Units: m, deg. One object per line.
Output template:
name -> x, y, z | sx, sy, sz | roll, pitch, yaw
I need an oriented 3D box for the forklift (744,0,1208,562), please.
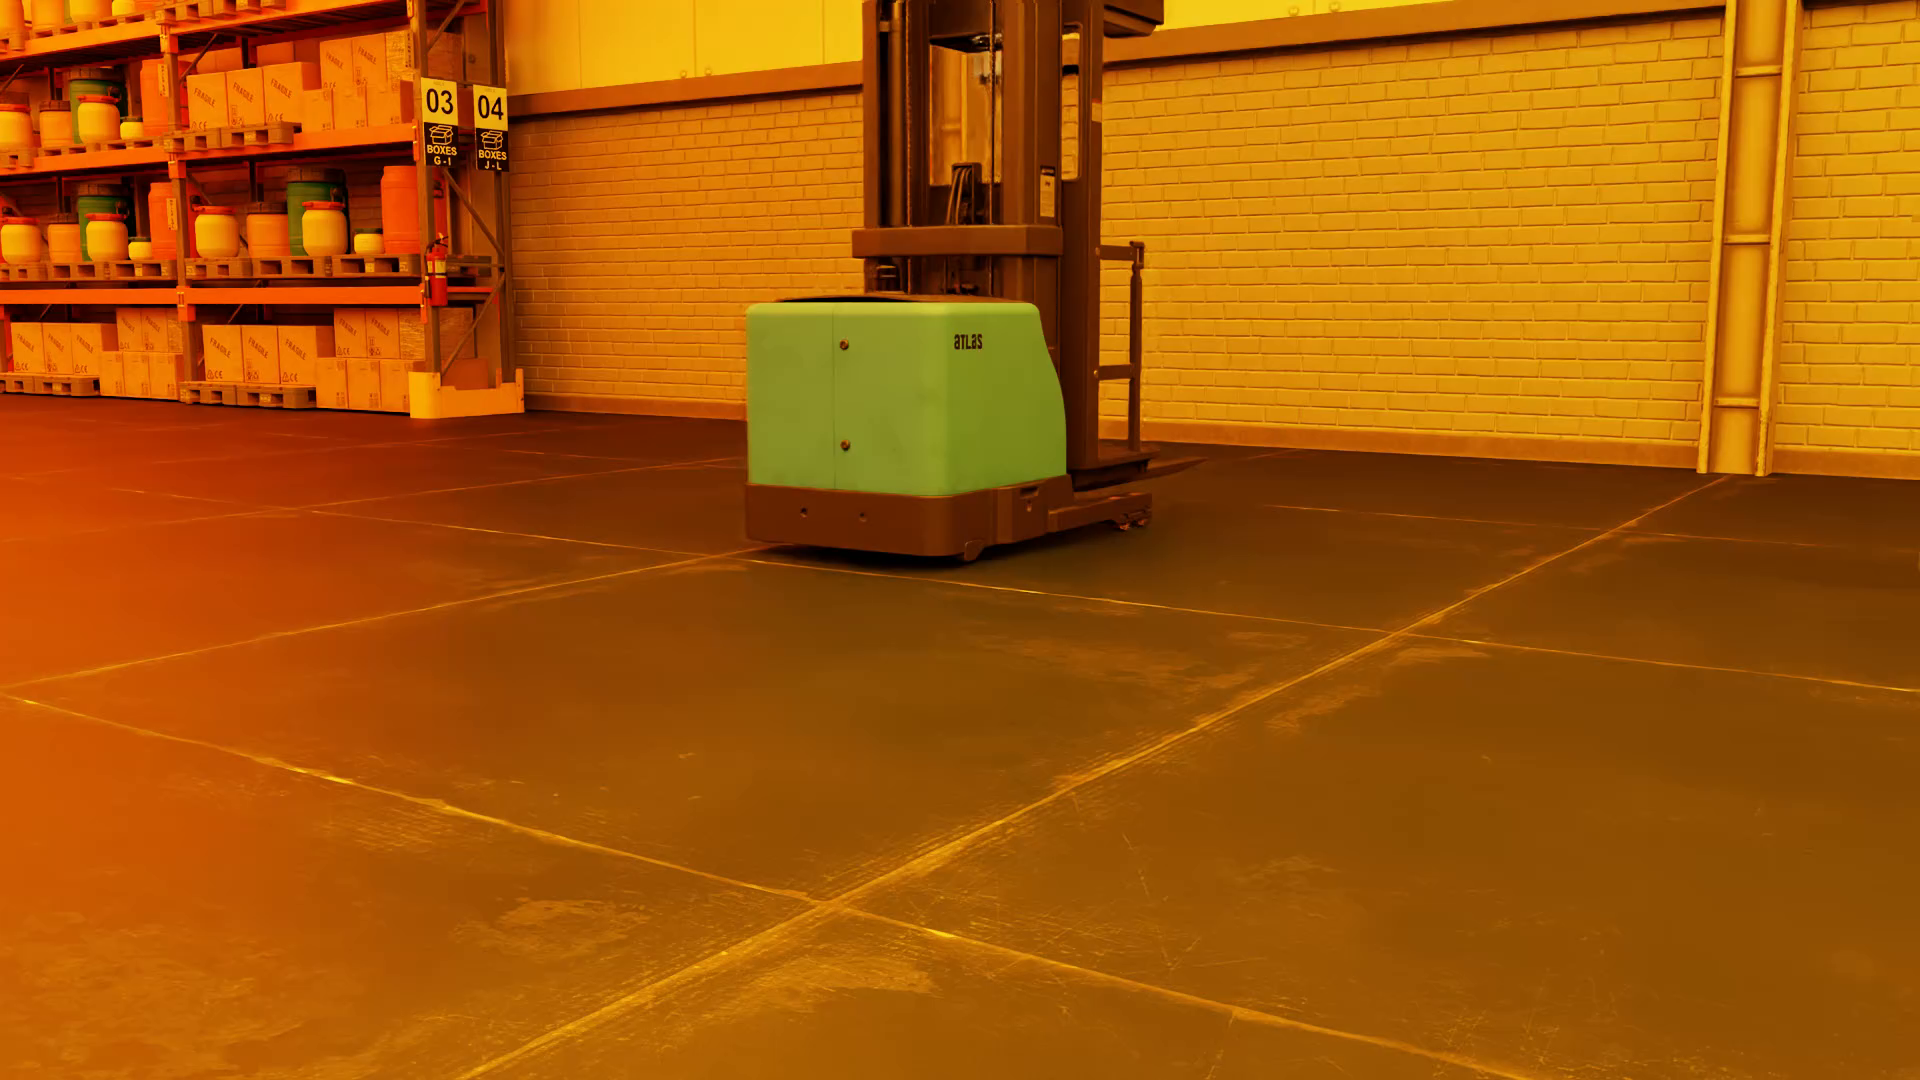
forklift -> 0.283, -1.528, 7.937 | 1.130, 2.935, 3.031 | 5, 10, 32
